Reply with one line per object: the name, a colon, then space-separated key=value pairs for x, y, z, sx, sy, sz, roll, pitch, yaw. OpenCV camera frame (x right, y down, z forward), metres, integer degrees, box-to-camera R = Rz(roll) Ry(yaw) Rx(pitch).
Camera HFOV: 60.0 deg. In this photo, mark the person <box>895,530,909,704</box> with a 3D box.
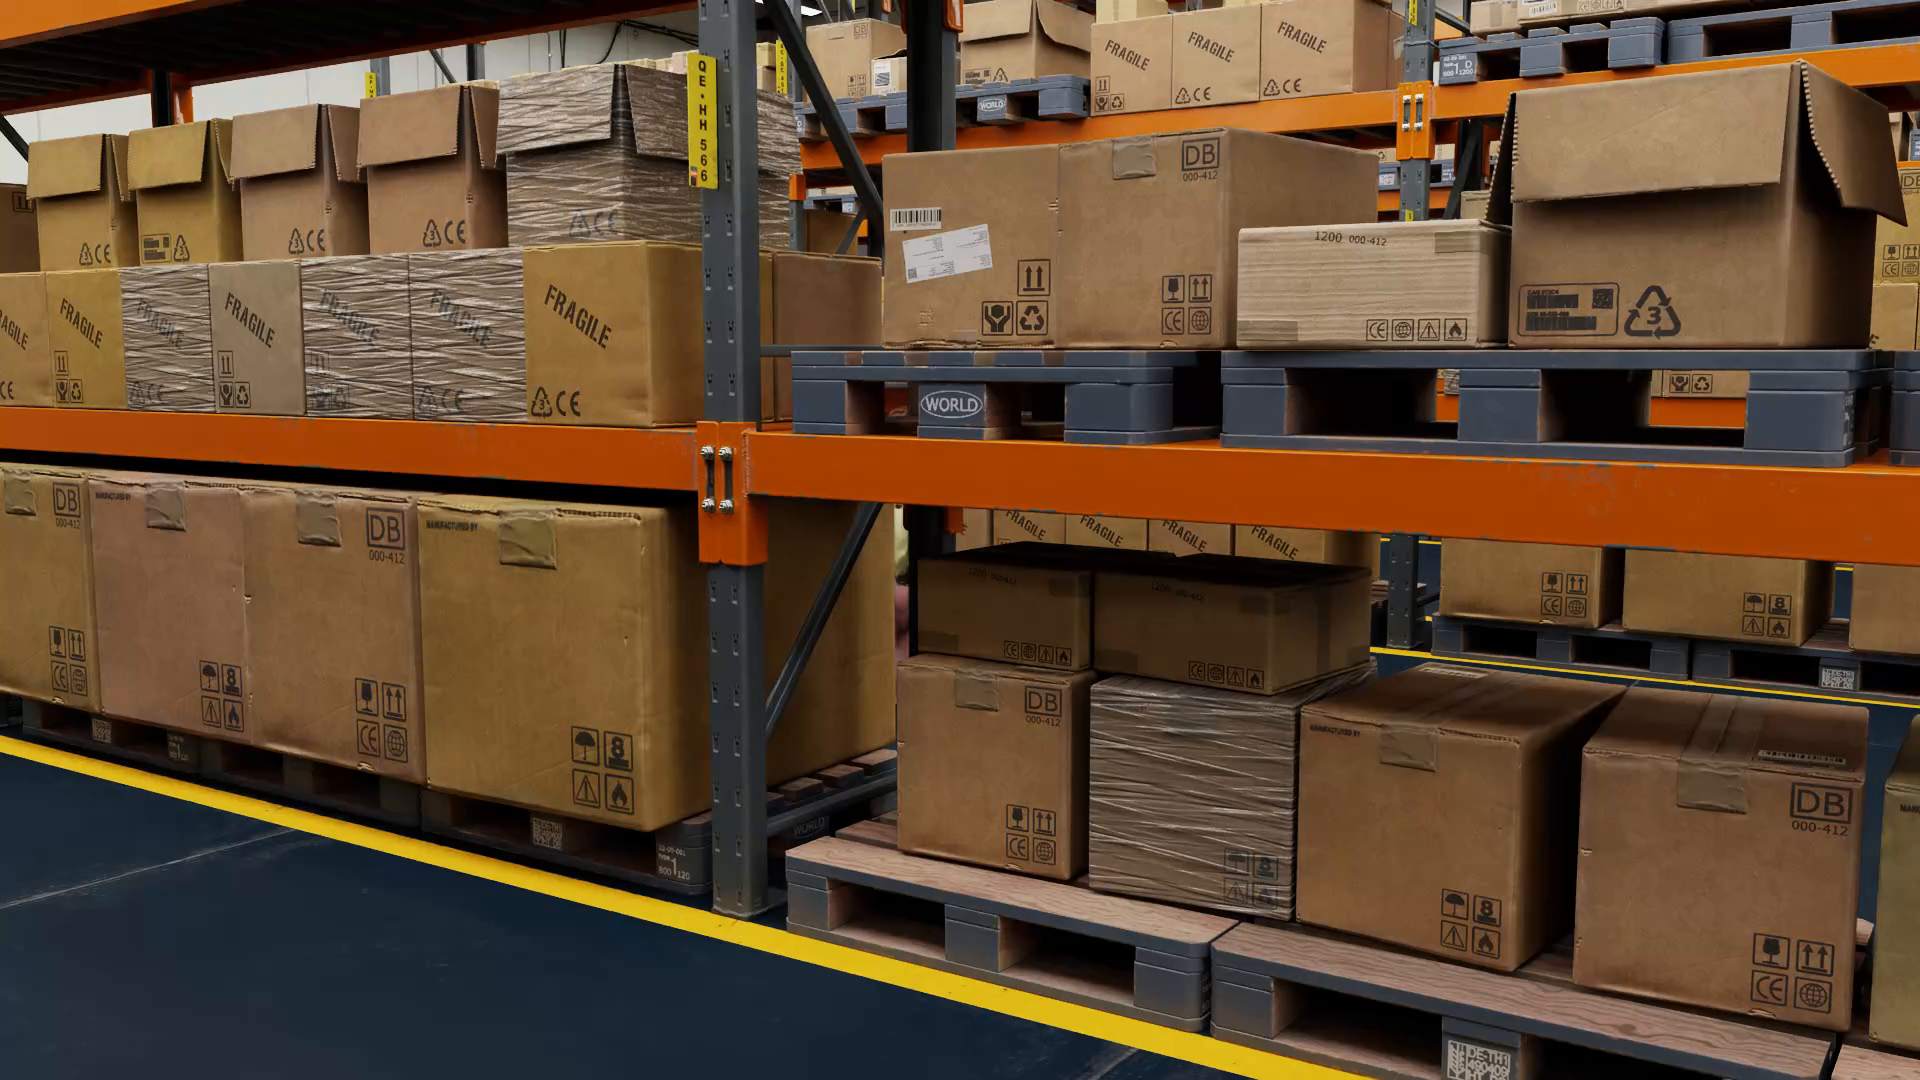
person: x=-0.291 y=0.357 z=7.316 sx=0.460 sy=0.812 sz=0.837 roll=4 pitch=8 yaw=33
